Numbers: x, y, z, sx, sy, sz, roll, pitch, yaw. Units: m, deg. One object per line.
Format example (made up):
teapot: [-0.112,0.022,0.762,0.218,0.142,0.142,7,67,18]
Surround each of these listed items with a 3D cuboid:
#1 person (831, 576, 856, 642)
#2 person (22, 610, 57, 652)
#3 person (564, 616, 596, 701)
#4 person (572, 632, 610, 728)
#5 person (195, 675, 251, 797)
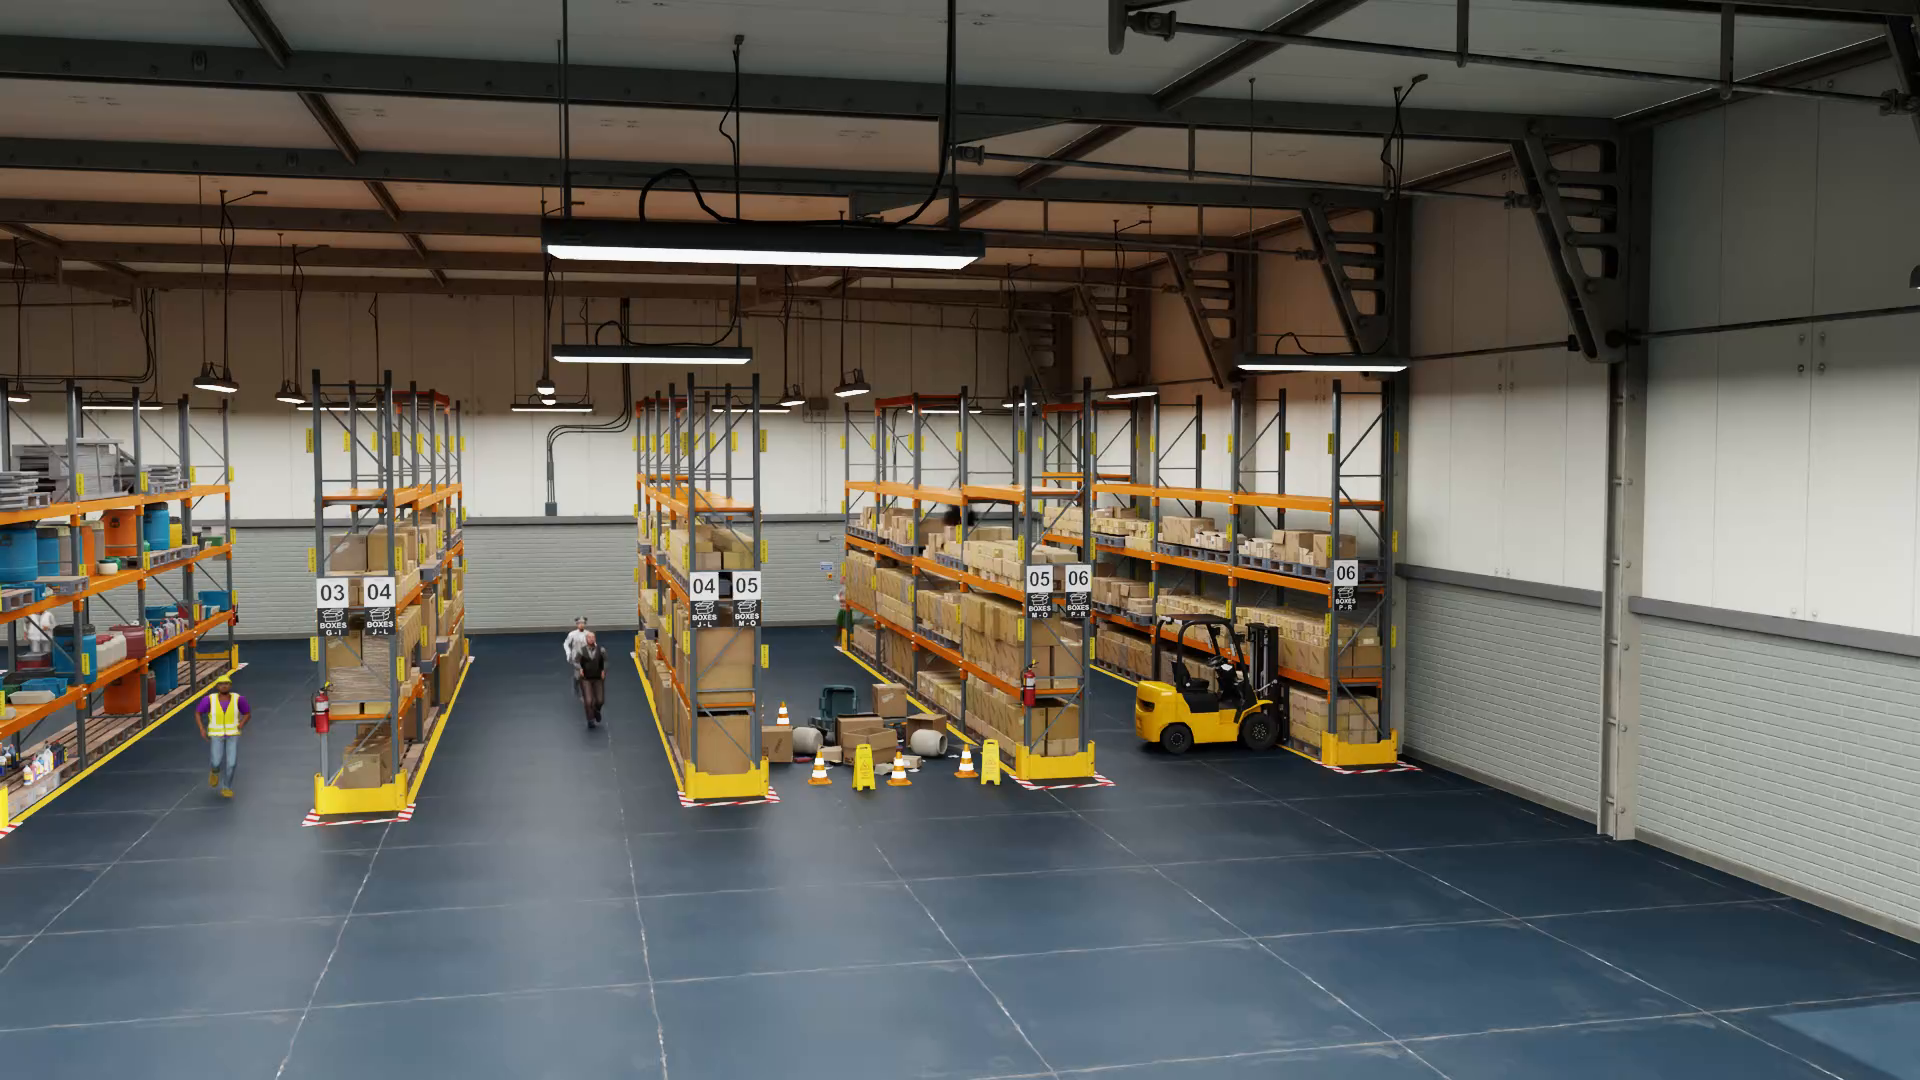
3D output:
person: [-2.820,1.720,41.731,0.898,1.789,0.734,0,3,-1]
person: [-19.316,2.106,34.915,0.635,1.793,0.719,-2,4,-32]
person: [-7.372,2.307,32.369,0.615,1.658,0.541,-1,3,-19]
person: [-6.498,2.469,29.349,0.656,1.673,0.604,-1,3,-17]
person: [-10.452,2.779,23.627,0.730,1.726,0.594,-2,4,-27]
